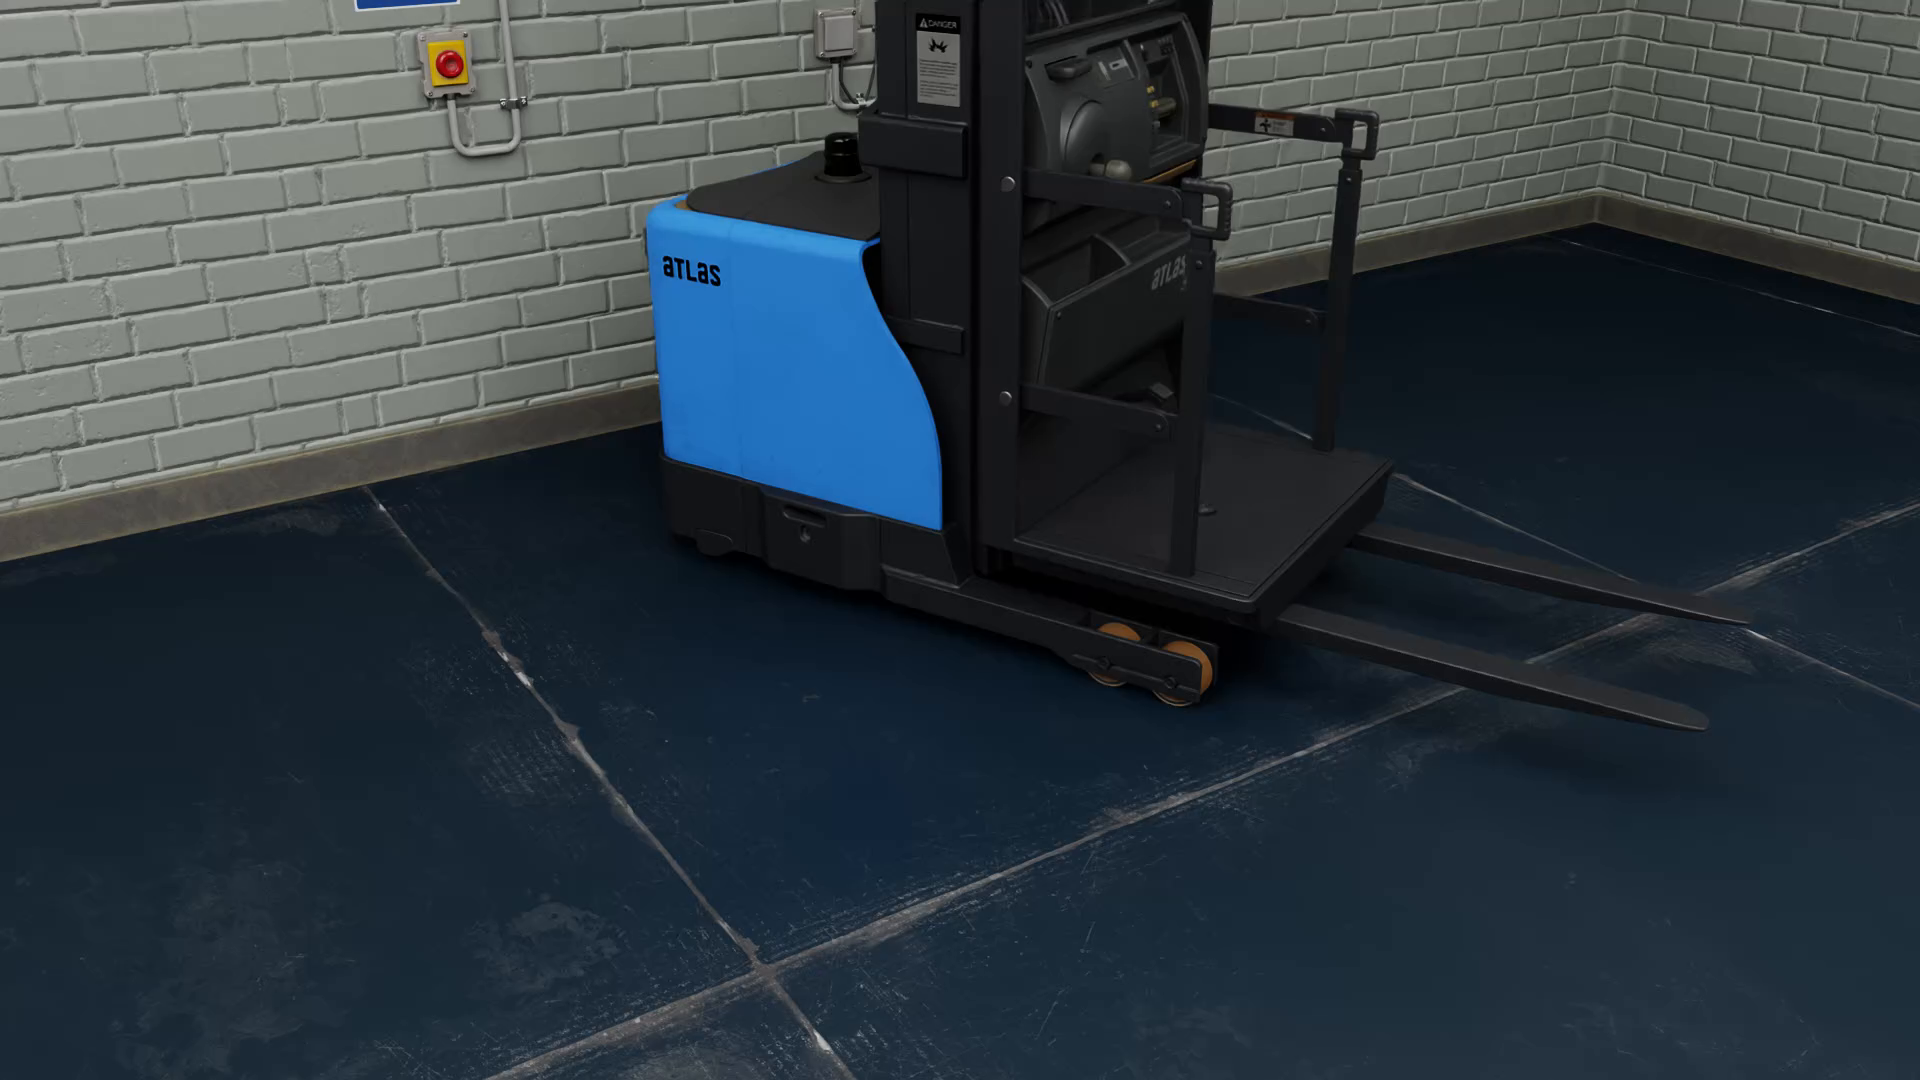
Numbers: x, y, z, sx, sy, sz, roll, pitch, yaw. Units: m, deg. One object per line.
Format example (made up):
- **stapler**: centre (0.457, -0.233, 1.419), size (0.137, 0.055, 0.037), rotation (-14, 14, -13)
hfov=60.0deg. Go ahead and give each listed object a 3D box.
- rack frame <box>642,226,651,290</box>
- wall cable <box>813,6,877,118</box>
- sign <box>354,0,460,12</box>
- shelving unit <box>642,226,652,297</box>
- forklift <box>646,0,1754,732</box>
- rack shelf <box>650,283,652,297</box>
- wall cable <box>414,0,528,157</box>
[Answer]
- **rack frame**: centre (-0.913, -0.614, 5.498), size (0.006, 0.900, 0.240), rotation (9, 27, 27)
- **wall cable**: centre (-0.468, -2.424, 5.681), size (0.588, 1.984, 0.122), rotation (-16, 29, -30)
- **sign**: centre (-1.724, -1.763, 5.153), size (0.327, 0.218, 0.001), rotation (-16, 29, -30)
- **shelving unit**: centre (-0.824, -0.599, 5.451), size (0.210, 0.900, 0.258), rotation (9, 27, 27)
- **forklift**: centre (0.600, -1.151, 4.255), size (3.031, 2.935, 1.130), rotation (15, 29, 29)
- **rack shelf**: centre (-0.837, -0.816, 5.357), size (0.200, 0.077, 0.258), rotation (9, 27, 27)
- **wall cable**: centre (-1.650, -2.103, 4.965), size (0.585, 1.953, 0.123), rotation (-16, 29, -30)
